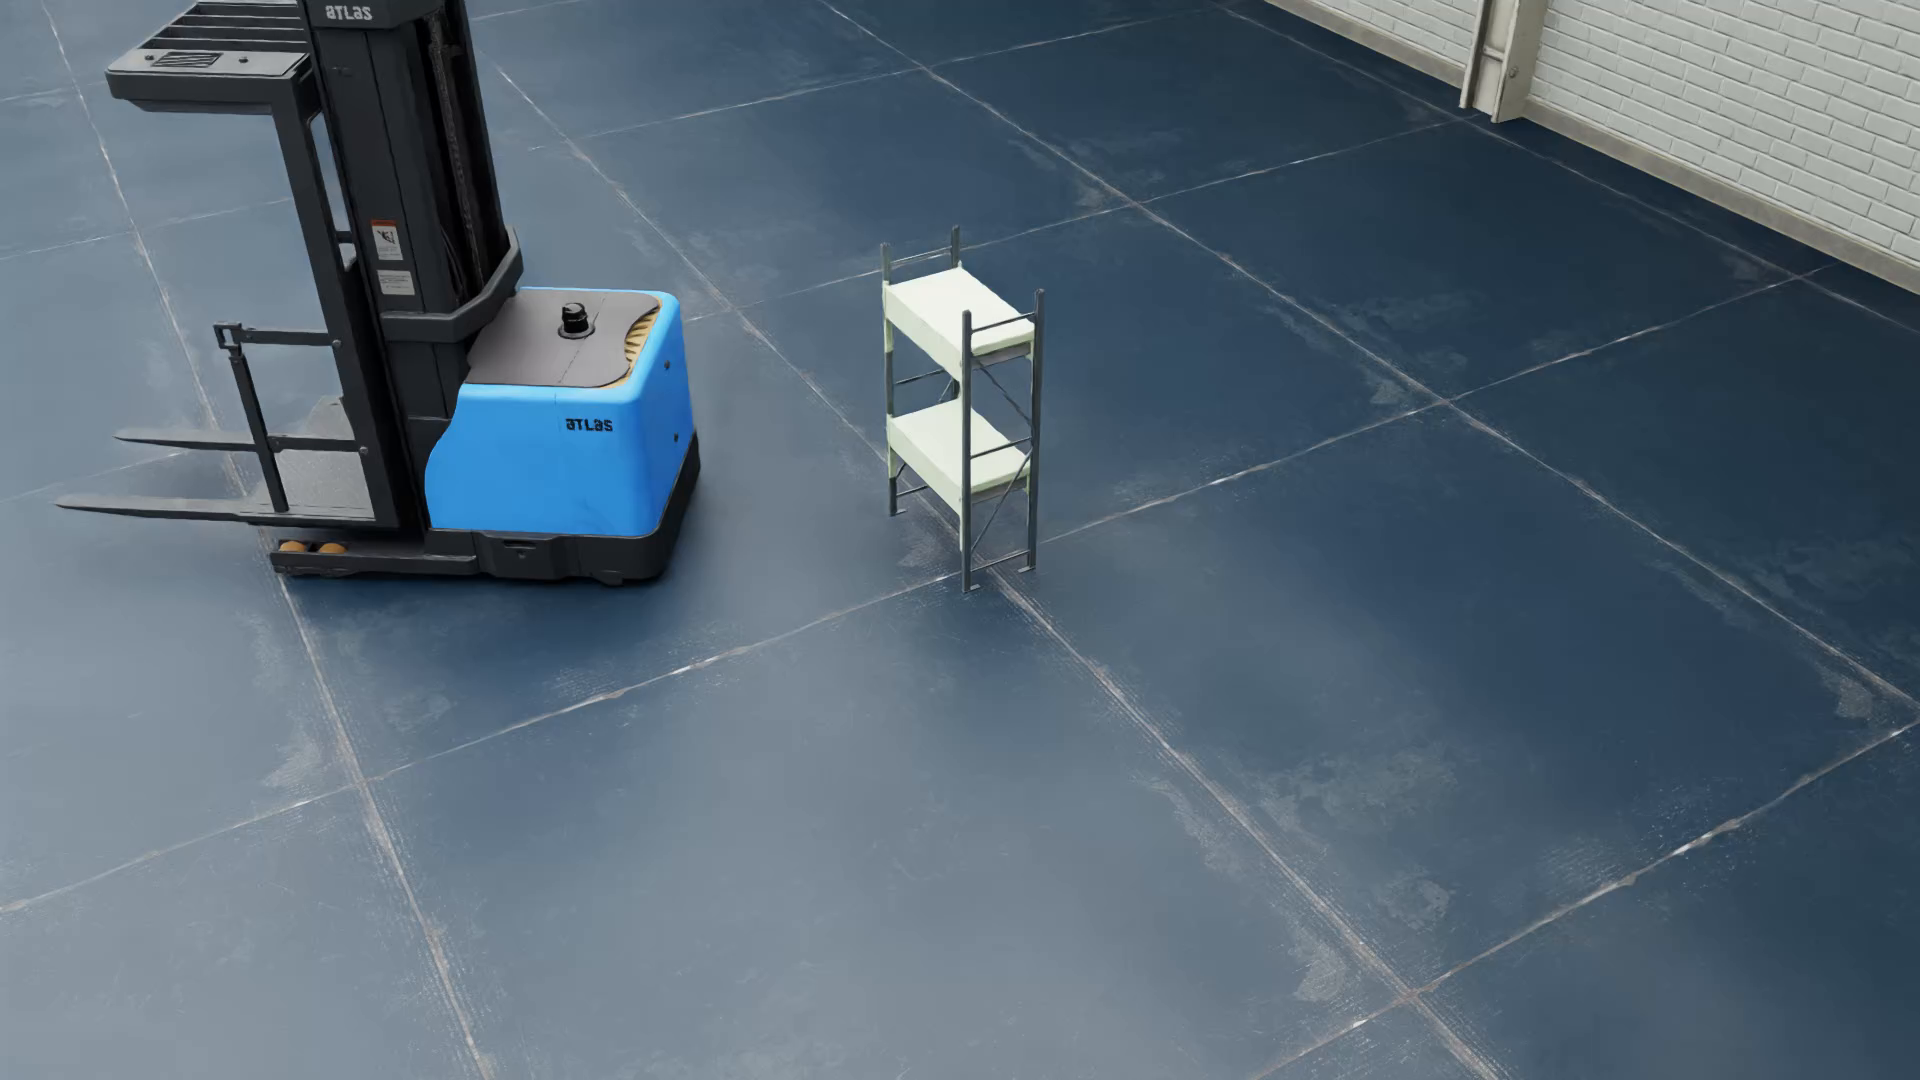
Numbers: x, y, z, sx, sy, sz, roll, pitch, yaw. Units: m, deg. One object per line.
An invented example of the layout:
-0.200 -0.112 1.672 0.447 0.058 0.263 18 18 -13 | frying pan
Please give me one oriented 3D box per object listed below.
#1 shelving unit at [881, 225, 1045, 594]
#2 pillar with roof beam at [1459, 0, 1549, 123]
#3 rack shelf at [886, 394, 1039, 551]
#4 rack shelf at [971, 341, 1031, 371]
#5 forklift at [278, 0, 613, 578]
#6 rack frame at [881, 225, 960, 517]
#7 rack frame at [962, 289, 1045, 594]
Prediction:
-7.371 -8.104 18.074 6.000 1.500 30.159 -19 40 -24 | shelving unit
0.356 -5.649 8.354 9.100 9.000 0.400 -19 40 -24 | pillar with roof beam
-7.375 -7.749 18.343 6.000 0.609 30.141 -19 40 -24 | rack shelf
0.003 -0.975 7.531 0.332 0.071 0.664 -19 40 -24 | rack shelf
-11.832 -13.386 18.938 23.083 9.011 32.329 2 36 3 | forklift
-0.181 -0.789 8.059 0.400 1.500 0.023 -19 40 -24 | rack frame
0.187 -0.416 7.547 0.400 1.500 0.023 -19 40 -24 | rack frame
